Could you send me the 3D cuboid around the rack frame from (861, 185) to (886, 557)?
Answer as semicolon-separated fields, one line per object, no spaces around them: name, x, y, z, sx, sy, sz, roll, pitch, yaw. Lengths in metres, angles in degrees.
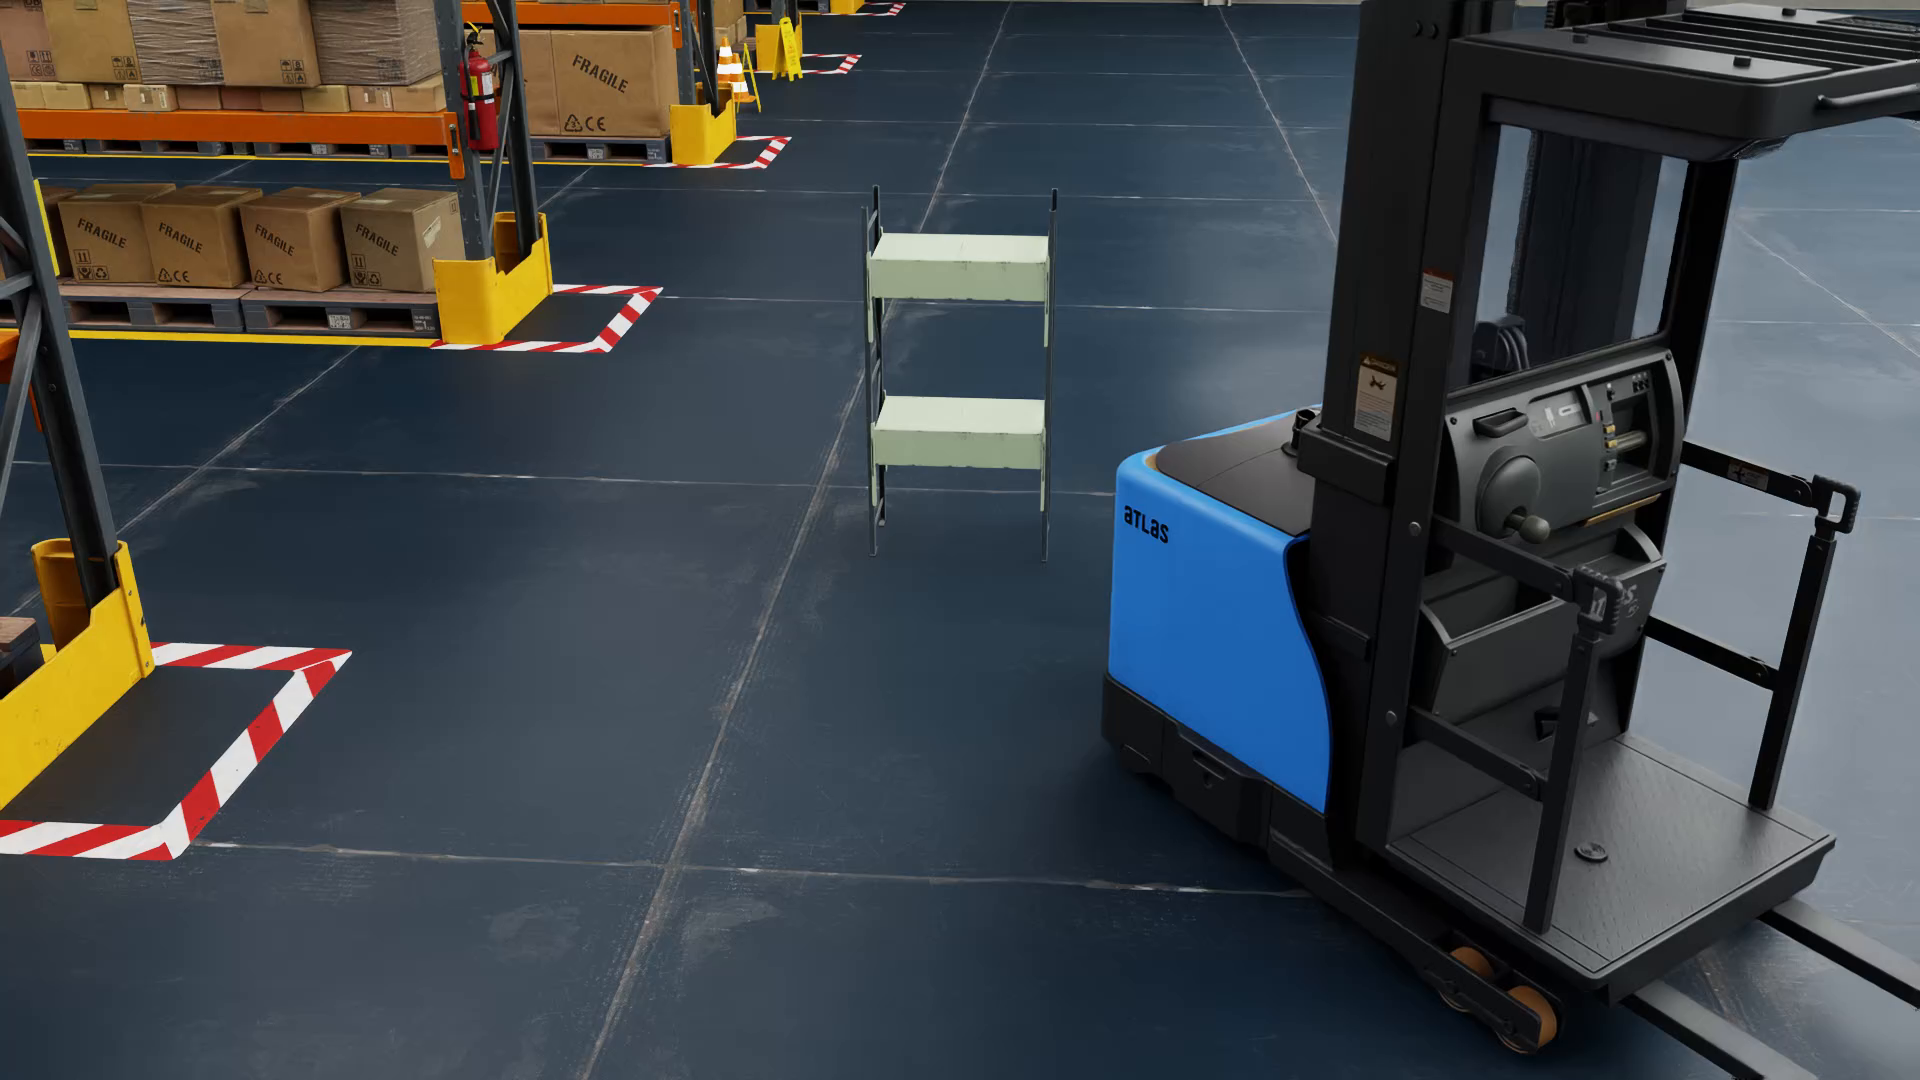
rack frame;-0.358;-0.693;6.961;0.023;1.500;0.400;2;25;4

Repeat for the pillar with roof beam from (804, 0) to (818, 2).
pillar with roof beam;-2.579;-10.276;18.818;0.400;9.000;9.100;2;25;4

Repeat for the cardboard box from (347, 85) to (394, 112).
cardboard box;-3.309;-2.565;9.537;0.250;0.149;0.380;2;25;4

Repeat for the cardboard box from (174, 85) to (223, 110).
cardboard box;-4.307;-2.590;9.591;0.250;0.149;0.380;2;25;4

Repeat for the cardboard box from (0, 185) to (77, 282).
cardboard box;-5.780;-1.887;10.250;0.500;0.500;0.500;10;27;21

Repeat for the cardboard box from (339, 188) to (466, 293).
cardboard box;-3.381;-1.830;10.127;0.500;0.500;0.500;6;25;14

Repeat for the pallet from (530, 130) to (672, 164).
pallet;-3.082;-3.538;14.687;1.213;0.211;1.003;2;25;4

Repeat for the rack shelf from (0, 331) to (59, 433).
rack shelf;-5.133;-0.421;5.437;4.000;0.370;1.077;2;25;4

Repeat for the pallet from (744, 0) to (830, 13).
pallet;-2.390;-7.688;23.704;1.213;0.211;1.003;2;25;4

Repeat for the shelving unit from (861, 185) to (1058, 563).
shelving unit;0.007;-0.681;6.936;0.755;1.500;0.431;2;25;4

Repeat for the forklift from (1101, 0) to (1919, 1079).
forklift;1.725;-0.223;4.228;1.130;2.935;3.031;-16;29;-31

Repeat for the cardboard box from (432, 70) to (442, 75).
cardboard box;-3.026;-2.742;9.922;0.250;0.149;0.380;2;25;4

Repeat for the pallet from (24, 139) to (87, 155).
pallet;-8.262;-3.705;15.048;1.213;0.211;1.003;2;25;4

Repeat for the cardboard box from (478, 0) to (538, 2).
cardboard box;-3.751;-4.952;14.244;0.550;0.550;0.875;2;25;4

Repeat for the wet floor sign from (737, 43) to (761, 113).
wet floor sign;-2.099;-4.567;16.403;0.232;0.644;0.267;-2;25;-5

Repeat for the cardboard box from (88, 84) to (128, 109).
cardboard box;-4.807;-2.598;9.609;0.250;0.149;0.380;2;25;4

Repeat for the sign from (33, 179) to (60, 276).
sign;-3.092;-1.039;5.588;0.005;0.325;0.100;2;25;4

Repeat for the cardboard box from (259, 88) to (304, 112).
cardboard box;-3.810;-2.566;9.539;0.250;0.149;0.380;2;25;4

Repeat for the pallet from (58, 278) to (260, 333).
pallet;-4.856;-1.565;10.398;1.213;0.211;1.003;2;25;4

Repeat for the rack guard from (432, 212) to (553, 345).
rack guard;-2.835;-1.615;10.162;0.348;0.500;1.175;2;25;4

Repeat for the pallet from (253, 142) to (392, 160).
pallet;-5.515;-3.616;14.857;1.213;0.211;1.003;2;25;4

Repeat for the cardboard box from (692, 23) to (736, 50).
cardboard box;-2.851;-5.735;18.911;0.500;0.250;0.500;2;25;4

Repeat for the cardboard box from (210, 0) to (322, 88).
cardboard box;-3.814;-2.924;9.540;0.500;0.500;0.875;2;25;4

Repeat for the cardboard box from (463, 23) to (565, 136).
cardboard box;-3.838;-4.059;14.522;0.875;0.875;0.875;1;25;3

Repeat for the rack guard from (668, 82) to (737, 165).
rack guard;-2.255;-3.676;14.640;0.348;0.500;1.175;2;25;4

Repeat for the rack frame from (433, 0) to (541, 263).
rack frame;-2.760;-2.748;9.634;0.127;3.000;1.000;2;25;4

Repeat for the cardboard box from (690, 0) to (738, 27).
cardboard box;-2.820;-6.078;18.760;0.500;0.500;0.500;2;25;4

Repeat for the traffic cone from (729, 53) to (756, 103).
traffic cone;-2.274;-4.729;16.973;0.334;0.463;0.336;2;25;4

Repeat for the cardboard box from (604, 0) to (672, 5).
cardboard box;-2.653;-4.873;14.073;0.550;0.550;0.875;2;25;4

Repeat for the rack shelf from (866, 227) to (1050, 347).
rack shelf;0.007;-1.036;6.773;0.720;0.370;0.431;2;25;4

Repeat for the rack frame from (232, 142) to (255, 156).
rack frame;-6.267;-4.940;14.398;0.127;3.000;1.000;2;25;4

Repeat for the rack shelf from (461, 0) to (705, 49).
rack shelf;-4.273;-4.549;14.409;4.000;0.370;1.077;2;25;4

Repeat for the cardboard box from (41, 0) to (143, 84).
cardboard box;-4.806;-2.979;9.659;0.500;0.500;0.875;2;25;4

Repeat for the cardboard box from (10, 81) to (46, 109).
cardboard box;-5.308;-2.600;9.613;0.250;0.149;0.380;2;25;4

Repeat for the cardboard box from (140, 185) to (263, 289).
cardboard box;-4.602;-1.863;10.198;0.500;0.500;0.500;4;25;9

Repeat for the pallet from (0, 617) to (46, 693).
pallet;-4.028;0.572;5.755;1.213;0.211;1.003;2;25;4

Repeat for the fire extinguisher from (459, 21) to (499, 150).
fire extinguisher;-2.681;-2.517;9.225;0.183;0.674;0.296;2;25;4
